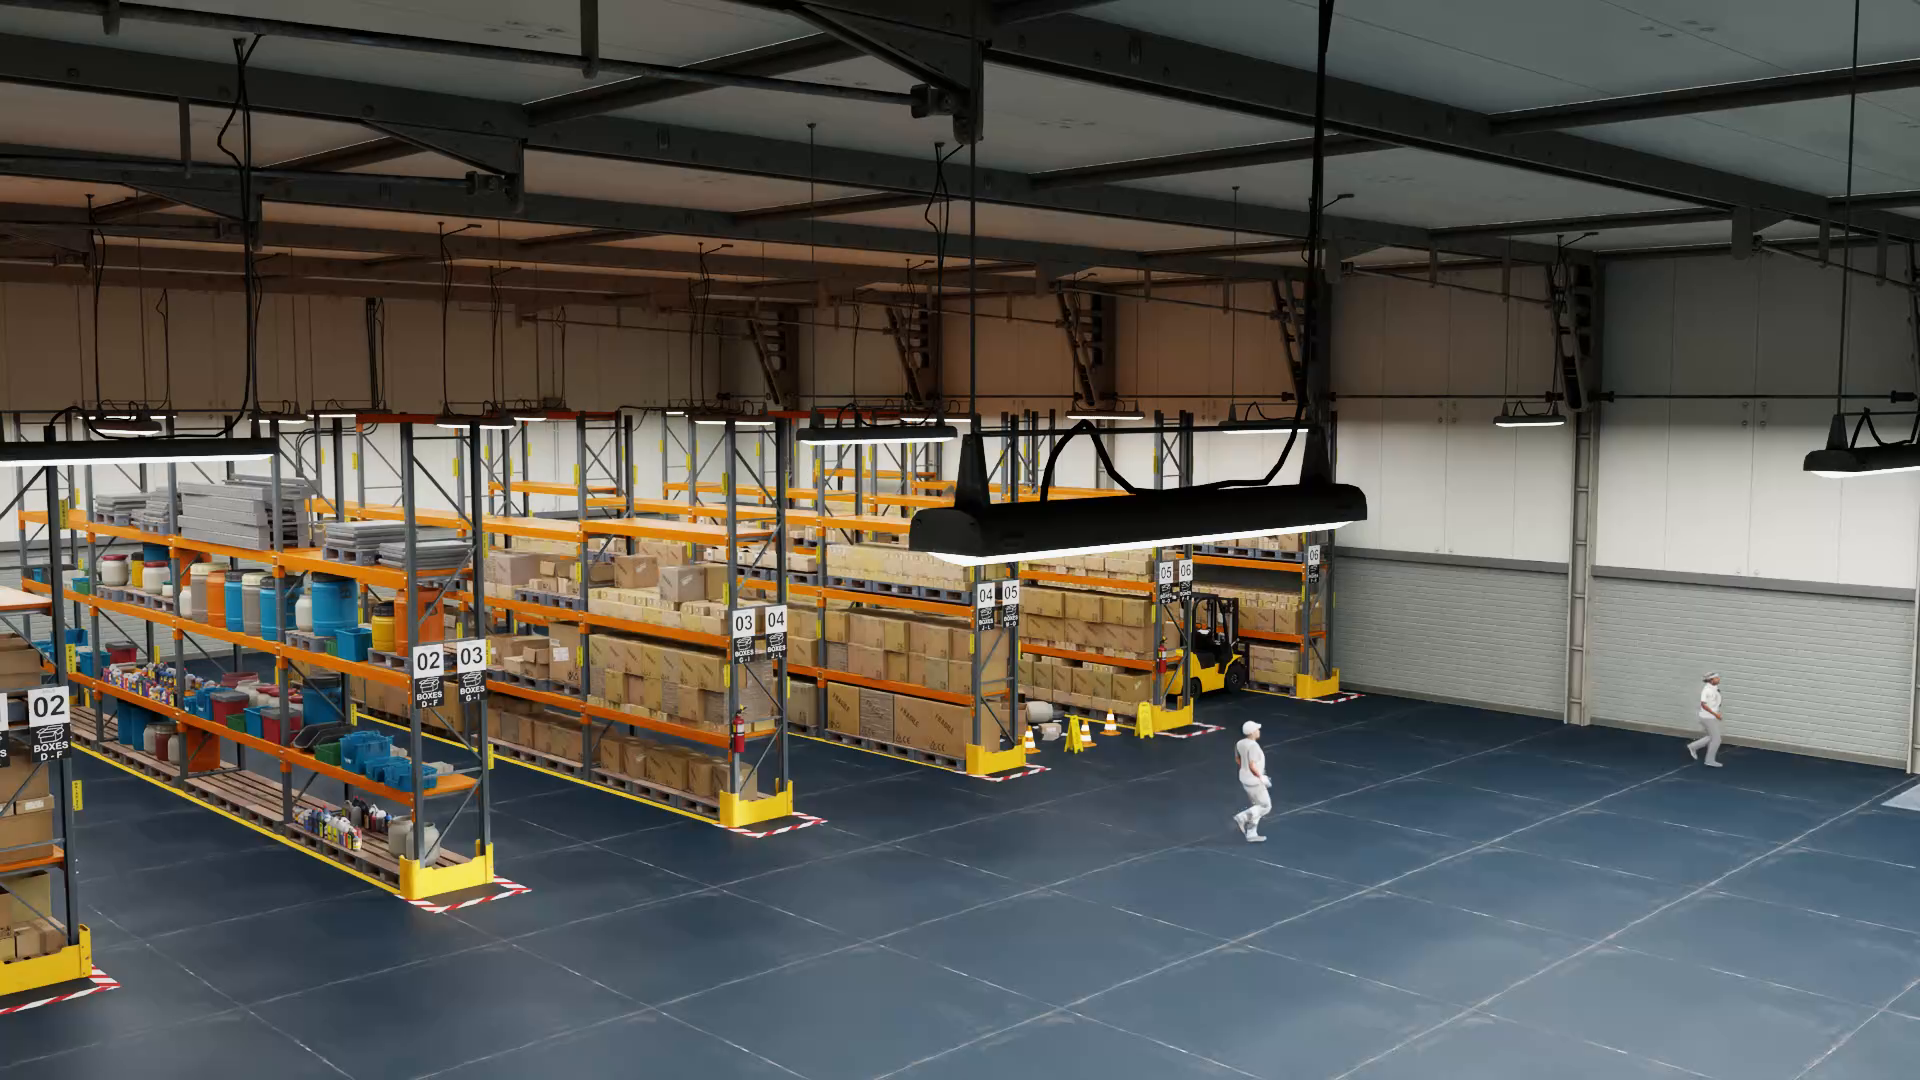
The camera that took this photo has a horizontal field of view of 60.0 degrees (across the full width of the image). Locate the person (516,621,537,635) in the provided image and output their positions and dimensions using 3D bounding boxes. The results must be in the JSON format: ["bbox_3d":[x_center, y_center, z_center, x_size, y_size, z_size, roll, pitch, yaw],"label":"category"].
[{"bbox_3d":[-10.763,1.873,40.818,0.701,1.765,1.063,4,6,40],"label":"person"}]

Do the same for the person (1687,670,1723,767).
[{"bbox_3d":[12.765,3.033,28.451,0.587,1.668,0.599,3,6,29],"label":"person"}]

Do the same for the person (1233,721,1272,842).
[{"bbox_3d":[4.124,3.421,23.552,0.575,1.737,0.655,-1,5,-15],"label":"person"}]
